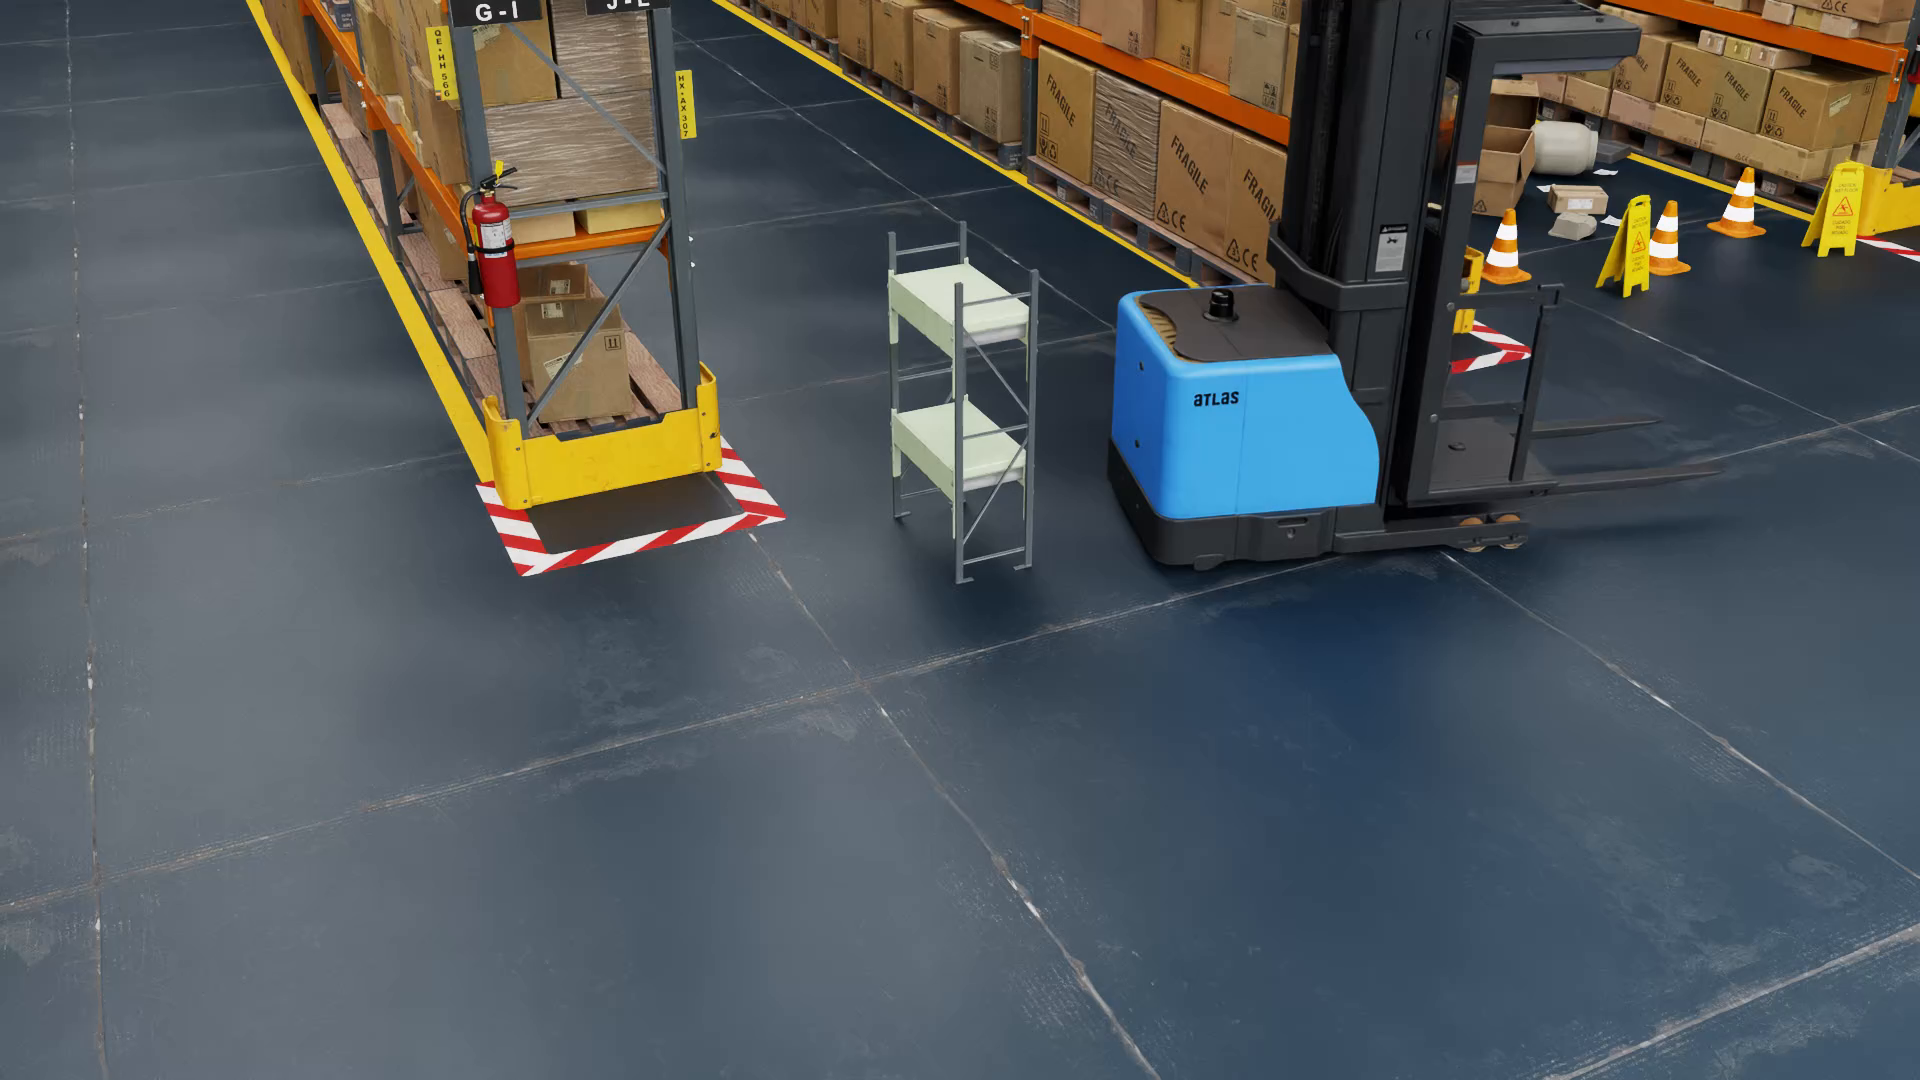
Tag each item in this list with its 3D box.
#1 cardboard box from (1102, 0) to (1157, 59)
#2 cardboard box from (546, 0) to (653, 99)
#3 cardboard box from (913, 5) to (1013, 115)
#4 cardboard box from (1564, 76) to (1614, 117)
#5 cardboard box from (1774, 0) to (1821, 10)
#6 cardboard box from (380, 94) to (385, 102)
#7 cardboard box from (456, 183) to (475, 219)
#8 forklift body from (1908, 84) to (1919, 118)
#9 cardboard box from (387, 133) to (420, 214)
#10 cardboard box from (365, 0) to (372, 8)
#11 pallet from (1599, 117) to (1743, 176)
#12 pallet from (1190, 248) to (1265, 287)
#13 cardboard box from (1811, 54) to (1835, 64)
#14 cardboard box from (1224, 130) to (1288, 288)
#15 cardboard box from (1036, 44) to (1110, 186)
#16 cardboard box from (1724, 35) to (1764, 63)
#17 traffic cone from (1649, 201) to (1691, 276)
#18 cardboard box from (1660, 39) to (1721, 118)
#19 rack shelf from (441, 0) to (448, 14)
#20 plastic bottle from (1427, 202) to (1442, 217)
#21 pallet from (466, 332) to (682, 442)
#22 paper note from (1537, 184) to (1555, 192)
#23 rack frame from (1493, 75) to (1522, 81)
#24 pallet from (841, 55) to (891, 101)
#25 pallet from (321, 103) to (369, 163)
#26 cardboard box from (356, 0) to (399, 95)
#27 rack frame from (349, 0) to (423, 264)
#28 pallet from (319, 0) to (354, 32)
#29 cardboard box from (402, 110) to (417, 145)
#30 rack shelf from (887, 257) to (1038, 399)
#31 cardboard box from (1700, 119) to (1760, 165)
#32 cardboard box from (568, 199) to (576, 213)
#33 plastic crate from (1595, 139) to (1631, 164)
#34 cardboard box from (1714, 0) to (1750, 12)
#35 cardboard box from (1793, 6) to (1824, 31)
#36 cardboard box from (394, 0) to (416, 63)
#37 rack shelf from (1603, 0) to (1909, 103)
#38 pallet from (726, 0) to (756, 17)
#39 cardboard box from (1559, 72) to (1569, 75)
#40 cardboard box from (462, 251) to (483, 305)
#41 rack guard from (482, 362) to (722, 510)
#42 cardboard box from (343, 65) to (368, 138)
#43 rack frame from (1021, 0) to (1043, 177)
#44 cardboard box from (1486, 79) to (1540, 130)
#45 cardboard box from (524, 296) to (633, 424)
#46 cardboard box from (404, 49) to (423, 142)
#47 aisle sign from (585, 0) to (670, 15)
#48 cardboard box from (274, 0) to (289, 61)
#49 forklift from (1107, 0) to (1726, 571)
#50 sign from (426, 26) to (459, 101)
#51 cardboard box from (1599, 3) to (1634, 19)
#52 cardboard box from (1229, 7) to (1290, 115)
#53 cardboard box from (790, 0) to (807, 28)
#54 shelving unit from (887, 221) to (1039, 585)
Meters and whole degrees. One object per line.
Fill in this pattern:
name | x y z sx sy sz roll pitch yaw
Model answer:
cardboard box | 1.528 -3.784 11.778 0.875 0.550 0.550 -13 32 -22
cardboard box | -1.819 -2.526 8.260 0.500 0.500 0.500 -13 32 -22
cardboard box | 0.219 -4.265 14.659 1.050 0.750 0.750 -13 32 -22
cardboard box | 5.653 -3.898 14.516 0.500 0.250 0.500 -11 31 -19
cardboard box | 6.429 -4.275 12.401 0.500 0.500 0.500 -13 32 -22
cardboard box | -3.497 -2.898 10.609 0.380 0.149 0.250 -13 32 -22
cardboard box | -2.398 -1.800 8.650 0.380 0.149 0.250 -13 32 -22
forklift body | 9.141 -4.826 14.657 2.313 2.155 1.214 -13 32 -22
cardboard box | -3.790 -2.761 12.213 0.700 0.500 0.500 -16 33 -26
cardboard box | -3.366 -3.521 10.033 0.500 0.500 0.500 -13 32 -22
pallet | 6.252 -3.419 14.132 1.003 0.211 1.213 -13 32 -22
pallet | 2.280 -1.734 11.127 1.003 0.211 1.213 -13 32 -22
cardboard box | 6.786 -3.663 13.331 0.500 0.500 0.500 -14 32 -24
cardboard box | 2.343 -2.156 10.771 0.875 0.875 0.875 -13 32 -22
cardboard box | 1.184 -3.344 12.890 0.875 0.875 0.875 -13 32 -21
cardboard box | 6.219 -3.850 13.002 0.380 0.149 0.250 -13 32 -21
traffic cone | 4.915 -2.127 11.570 0.336 0.463 0.334 -13 32 -22
cardboard box | 6.105 -3.762 13.507 0.500 0.500 0.500 -14 32 -23
rack shelf | -2.687 -3.495 9.084 1.077 0.370 4.000 -13 32 -22
plastic bottle | 3.588 -2.533 12.705 0.283 0.061 0.133 26 38 38
pallet | -2.178 -0.800 9.462 1.003 0.211 1.213 -13 32 -22
paper note | 4.689 -2.804 13.231 0.148 0.019 0.142 -3 29 -5
rack frame | 5.404 -5.465 14.928 1.000 3.000 0.127 -13 32 -22
pallet | -0.470 -4.567 16.179 1.003 0.211 1.213 -13 32 -22
pallet | -4.929 -3.589 14.434 1.003 0.211 1.213 -13 32 -22
cardboard box | -3.226 -3.117 10.336 0.875 0.500 0.500 -13 32 -22
rack frame | -3.546 -3.384 11.218 1.000 3.000 0.127 -13 32 -22
pallet | -4.376 -4.201 12.871 1.003 0.211 1.213 -13 32 -22
cardboard box | -3.069 -2.456 9.820 0.380 0.149 0.250 -13 32 -22
rack shelf | 0.003 -0.992 7.687 0.431 0.370 0.720 -13 32 -22
cardboard box | 6.316 -3.213 13.294 0.500 0.250 0.500 -13 32 -22
cardboard box | -1.826 -1.798 8.646 0.380 0.149 0.250 -13 32 -22
plastic crate | 5.338 -3.325 14.099 0.583 0.080 0.402 26 38 38
cardboard box | 6.155 -4.259 13.035 0.380 0.149 0.250 -13 32 -22
cardboard box | 6.468 -3.915 12.421 0.380 0.149 0.250 -14 32 -23
cardboard box | -2.720 -2.858 8.852 0.500 0.500 0.500 -13 32 -22
rack shelf | 6.263 -4.267 13.529 1.077 0.370 4.000 -13 32 -22
pallet | -2.122 -6.355 19.367 1.003 0.211 1.213 -13 32 -22
cardboard box | 5.414 -4.458 14.749 0.500 0.500 0.500 -12 31 -20
cardboard box | -2.820 -1.782 10.488 0.500 0.500 0.500 -16 33 -26
rack guard | -1.861 -0.560 8.738 1.175 0.500 0.348 -13 32 -22
cardboard box | -4.708 -3.718 13.920 0.700 0.500 0.500 -16 33 -26
rack frame | 0.977 -4.381 12.995 1.000 3.000 0.127 -13 32 -22
cardboard box | 4.635 -3.616 14.185 0.500 0.500 0.500 7 30 13
cardboard box | -2.082 -0.989 9.073 0.500 0.500 0.500 -7 30 -13
cardboard box | -2.539 -2.465 9.172 0.875 0.500 0.500 -13 32 -22
aisle sign | -1.531 -2.786 7.494 0.394 0.787 0.004 -13 32 -22
cardboard box | -5.916 -5.112 16.042 1.225 0.875 0.875 -13 32 -22
forklift | 2.335 -1.468 7.871 3.031 2.935 1.130 -5 30 -9
sign | -2.339 -2.152 7.514 0.100 0.325 0.005 -13 32 -22
cardboard box | 5.636 -4.447 14.065 0.380 0.149 0.250 -12 31 -20
cardboard box | 2.238 -3.072 10.508 0.875 0.550 0.550 -13 32 -22
cardboard box | -1.478 -5.706 17.486 0.500 0.500 0.500 -12 31 -20
shelving unit | 0.003 -0.651 7.878 0.431 1.500 0.755 -13 32 -22
